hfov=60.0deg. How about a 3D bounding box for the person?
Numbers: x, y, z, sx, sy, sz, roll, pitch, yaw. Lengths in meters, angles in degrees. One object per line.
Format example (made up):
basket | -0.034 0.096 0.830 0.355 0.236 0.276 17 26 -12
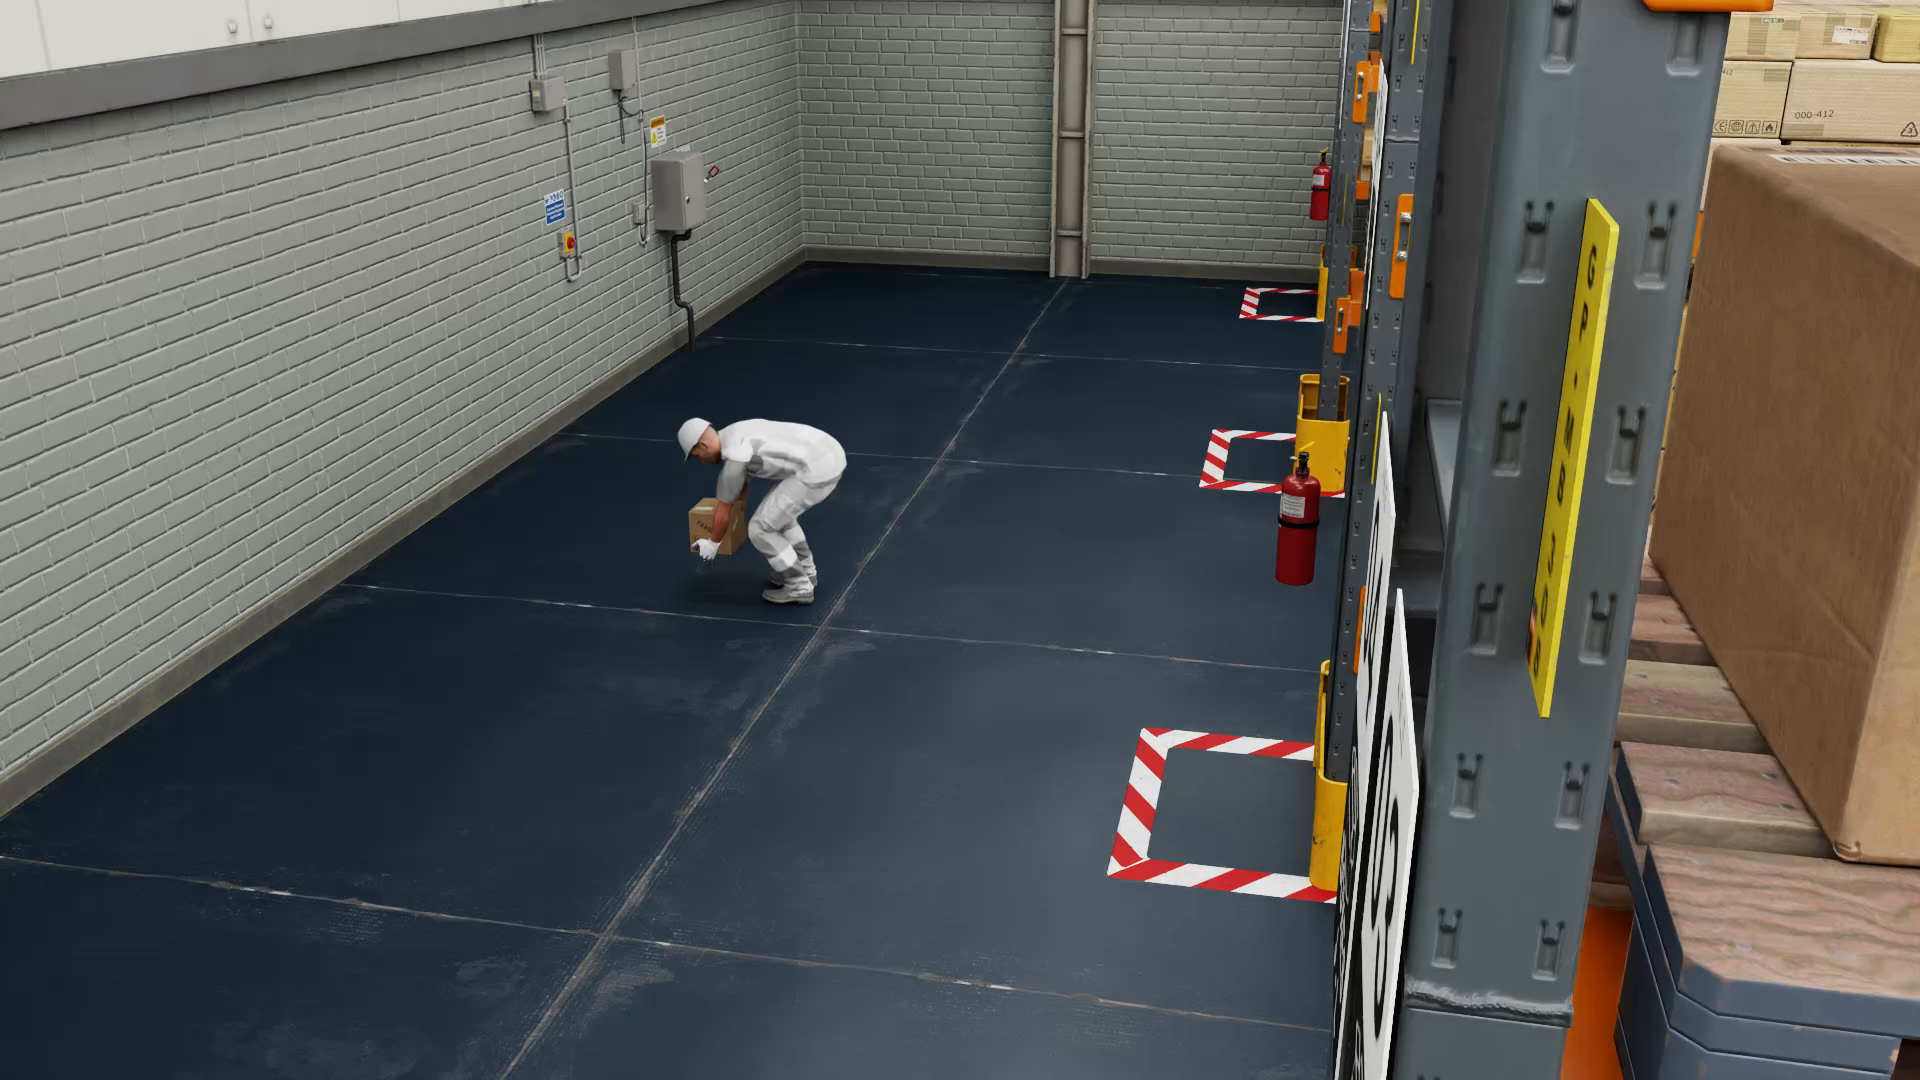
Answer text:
person | -1.129 -0.184 9.551 0.959 1.038 0.528 3 22 8
